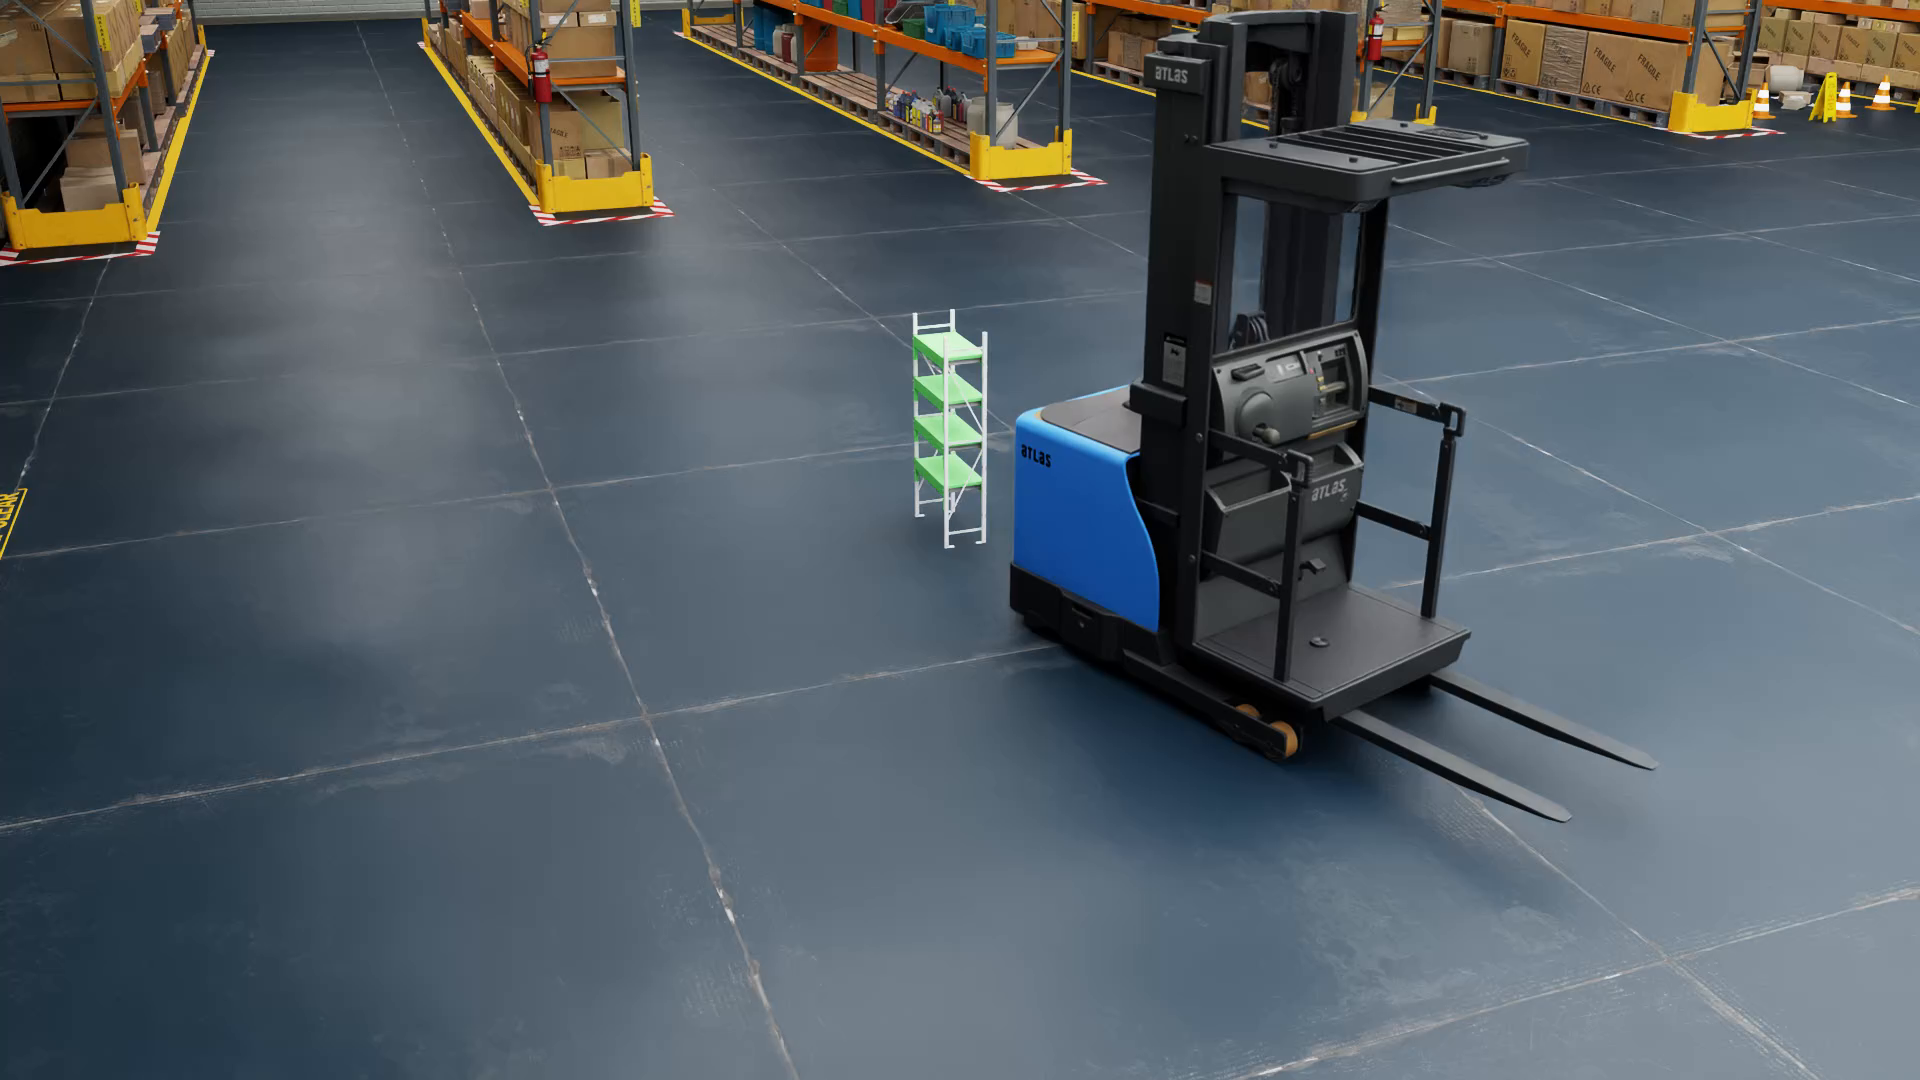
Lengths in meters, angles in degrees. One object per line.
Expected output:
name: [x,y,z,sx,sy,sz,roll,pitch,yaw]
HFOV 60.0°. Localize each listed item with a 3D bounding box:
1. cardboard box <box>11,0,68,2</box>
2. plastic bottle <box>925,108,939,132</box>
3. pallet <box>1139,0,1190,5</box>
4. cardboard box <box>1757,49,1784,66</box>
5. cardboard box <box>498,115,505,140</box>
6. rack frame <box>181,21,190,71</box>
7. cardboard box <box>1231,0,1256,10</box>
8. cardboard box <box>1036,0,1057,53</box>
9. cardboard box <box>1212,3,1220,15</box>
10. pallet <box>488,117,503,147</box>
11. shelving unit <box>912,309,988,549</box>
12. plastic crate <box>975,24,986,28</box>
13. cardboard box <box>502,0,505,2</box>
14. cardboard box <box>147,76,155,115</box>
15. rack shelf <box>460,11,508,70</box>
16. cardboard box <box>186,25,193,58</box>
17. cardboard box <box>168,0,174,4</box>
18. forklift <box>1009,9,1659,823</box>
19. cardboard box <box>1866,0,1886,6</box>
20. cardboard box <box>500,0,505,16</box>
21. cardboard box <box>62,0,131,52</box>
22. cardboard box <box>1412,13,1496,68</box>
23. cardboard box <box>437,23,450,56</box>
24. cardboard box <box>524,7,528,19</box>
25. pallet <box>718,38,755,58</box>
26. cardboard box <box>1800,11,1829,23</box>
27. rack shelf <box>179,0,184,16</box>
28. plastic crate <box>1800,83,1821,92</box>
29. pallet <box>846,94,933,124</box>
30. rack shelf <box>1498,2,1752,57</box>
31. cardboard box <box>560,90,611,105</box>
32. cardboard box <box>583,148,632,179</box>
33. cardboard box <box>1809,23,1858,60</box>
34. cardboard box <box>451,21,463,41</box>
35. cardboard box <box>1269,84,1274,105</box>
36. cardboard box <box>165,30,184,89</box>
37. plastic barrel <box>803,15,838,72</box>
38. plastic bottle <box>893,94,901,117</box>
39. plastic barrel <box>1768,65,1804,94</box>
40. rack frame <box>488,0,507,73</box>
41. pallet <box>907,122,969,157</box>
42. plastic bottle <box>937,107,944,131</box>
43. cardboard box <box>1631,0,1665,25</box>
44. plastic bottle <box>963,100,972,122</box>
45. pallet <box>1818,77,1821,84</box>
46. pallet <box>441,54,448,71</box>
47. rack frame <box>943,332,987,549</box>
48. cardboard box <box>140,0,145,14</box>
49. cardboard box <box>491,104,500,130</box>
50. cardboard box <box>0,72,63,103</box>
cardboard box: [-9.586,-5.420,17.448,0.500,0.500,0.500,-8,24,-18]
plastic bottle: [-0.347,-5.260,20.807,0.152,0.276,0.135,-8,24,-19]
pallet: [3.320,-8.394,25.550,1.003,0.211,1.213,-8,24,-19]
cardboard box: [13.222,-7.777,26.840,0.500,0.250,0.500,-10,25,-21]
cardboard box: [-5.393,-5.101,20.490,0.500,0.250,0.500,-8,24,-19]
rack frame: [-12.732,-8.610,25.817,1.000,3.000,0.127,-8,24,-19]
cardboard box: [4.240,-7.567,22.830,0.875,0.500,0.500,-8,24,-19]
cardboard box: [2.050,-8.989,28.910,1.225,0.875,0.875,-8,24,-19]
cardboard box: [3.790,-7.507,23.523,0.380,0.149,0.250,-8,24,-19]
pallet: [-5.570,-5.362,21.700,1.003,0.211,1.213,-8,24,-19]
shelving unit: [-0.058,-0.613,9.160,0.258,1.200,0.503,-8,24,-19]
plastic crate: [0.173,-6.386,20.879,0.530,0.136,0.437,-8,24,-19]
cardboard box: [-5.271,-6.514,19.880,0.380,0.149,0.250,-8,24,-18]
cardboard box: [-10.943,-5.750,21.683,0.700,0.500,0.500,-8,24,-19]
rack shelf: [-5.980,-6.780,22.400,1.077,0.370,4.000,-8,24,-19]
cardboard box: [-13.254,-8.308,27.776,0.700,0.500,0.500,-8,24,-18]
cardboard box: [-12.039,-8.143,25.006,0.380,0.149,0.250,-8,24,-19]
forklift: [1.560,-0.635,6.983,1.130,2.935,3.031,-17,28,-35]
cardboard box: [13.830,-8.095,24.917,0.380,0.149,0.250,-9,24,-20]
cardboard box: [-5.715,-6.903,21.638,0.500,0.500,0.500,-7,24,-15]
cardboard box: [-8.916,-5.306,17.179,0.500,0.500,0.500,-8,24,-17]
cardboard box: [8.031,-8.107,26.979,1.050,0.750,0.750,-8,24,-19]
cardboard box: [-8.566,-8.510,28.232,0.500,0.500,0.500,-8,24,-19]
cardboard box: [-4.538,-5.764,18.099,0.380,0.149,0.250,-8,24,-17]
pallet: [-3.760,-8.947,30.205,1.003,0.211,1.213,-8,24,-19]
cardboard box: [13.394,-8.182,25.998,0.380,0.149,0.250,-7,24,-17]
rack shelf: [-13.439,-9.006,27.681,1.077,0.370,4.000,-8,24,-19]
plastic crate: [13.054,-7.074,25.930,0.402,0.080,0.583,-18,29,-37]
pallet: [-0.952,-6.058,23.351,1.003,0.211,1.213,-8,24,-19]
rack shelf: [9.378,-7.328,23.701,1.077,0.370,4.000,-8,24,-19]
cardboard box: [-4.209,-4.790,18.787,0.500,0.500,0.500,-8,24,-19]
cardboard box: [-3.842,-4.083,18.075,0.500,0.250,0.500,-8,24,-19]
cardboard box: [13.604,-7.741,25.789,0.500,0.500,0.500,-7,24,-16]
cardboard box: [-7.626,-7.933,25.896,0.500,0.250,0.500,-9,24,-20]
cardboard box: [4.602,-6.211,22.803,0.500,0.500,0.500,-11,25,-24]
cardboard box: [-11.760,-6.964,24.138,0.750,0.750,0.750,-8,24,-19]
plastic barrel: [-2.240,-7.885,26.350,0.600,0.830,0.708,-8,24,-19]
plastic bottle: [-0.796,-5.721,21.902,0.152,0.276,0.135,-7,24,-17]
plastic barrel: [12.534,-7.004,25.324,0.512,0.421,0.421,8,24,18]
rack frame: [-5.273,-6.385,20.536,1.000,3.000,0.127,-8,24,-19]
pallet: [-0.005,-5.084,21.041,1.003,0.211,1.213,-8,24,-19]
plastic bottle: [-0.248,-5.278,20.841,0.061,0.283,0.133,-8,24,-19]
cardboard box: [9.696,-7.327,22.580,0.875,0.550,0.550,-8,24,-19]
plastic bottle: [0.095,-5.569,21.542,0.152,0.276,0.135,-8,24,-18]
pallet: [13.537,-7.578,26.958,1.003,0.211,1.213,-8,24,-19]
pallet: [-8.341,-8.256,28.567,1.003,0.211,1.213,-8,24,-19]
rack frame: [0.028,-0.524,8.949,0.240,1.200,0.015,-8,24,-19]
cardboard box: [-10.921,-7.037,21.389,0.700,0.500,0.500,-11,25,-24]
cardboard box: [-5.691,-5.422,21.252,0.500,0.250,0.500,-9,24,-20]
cardboard box: [-8.840,-4.334,15.837,0.500,0.250,0.500,-8,24,-18]
